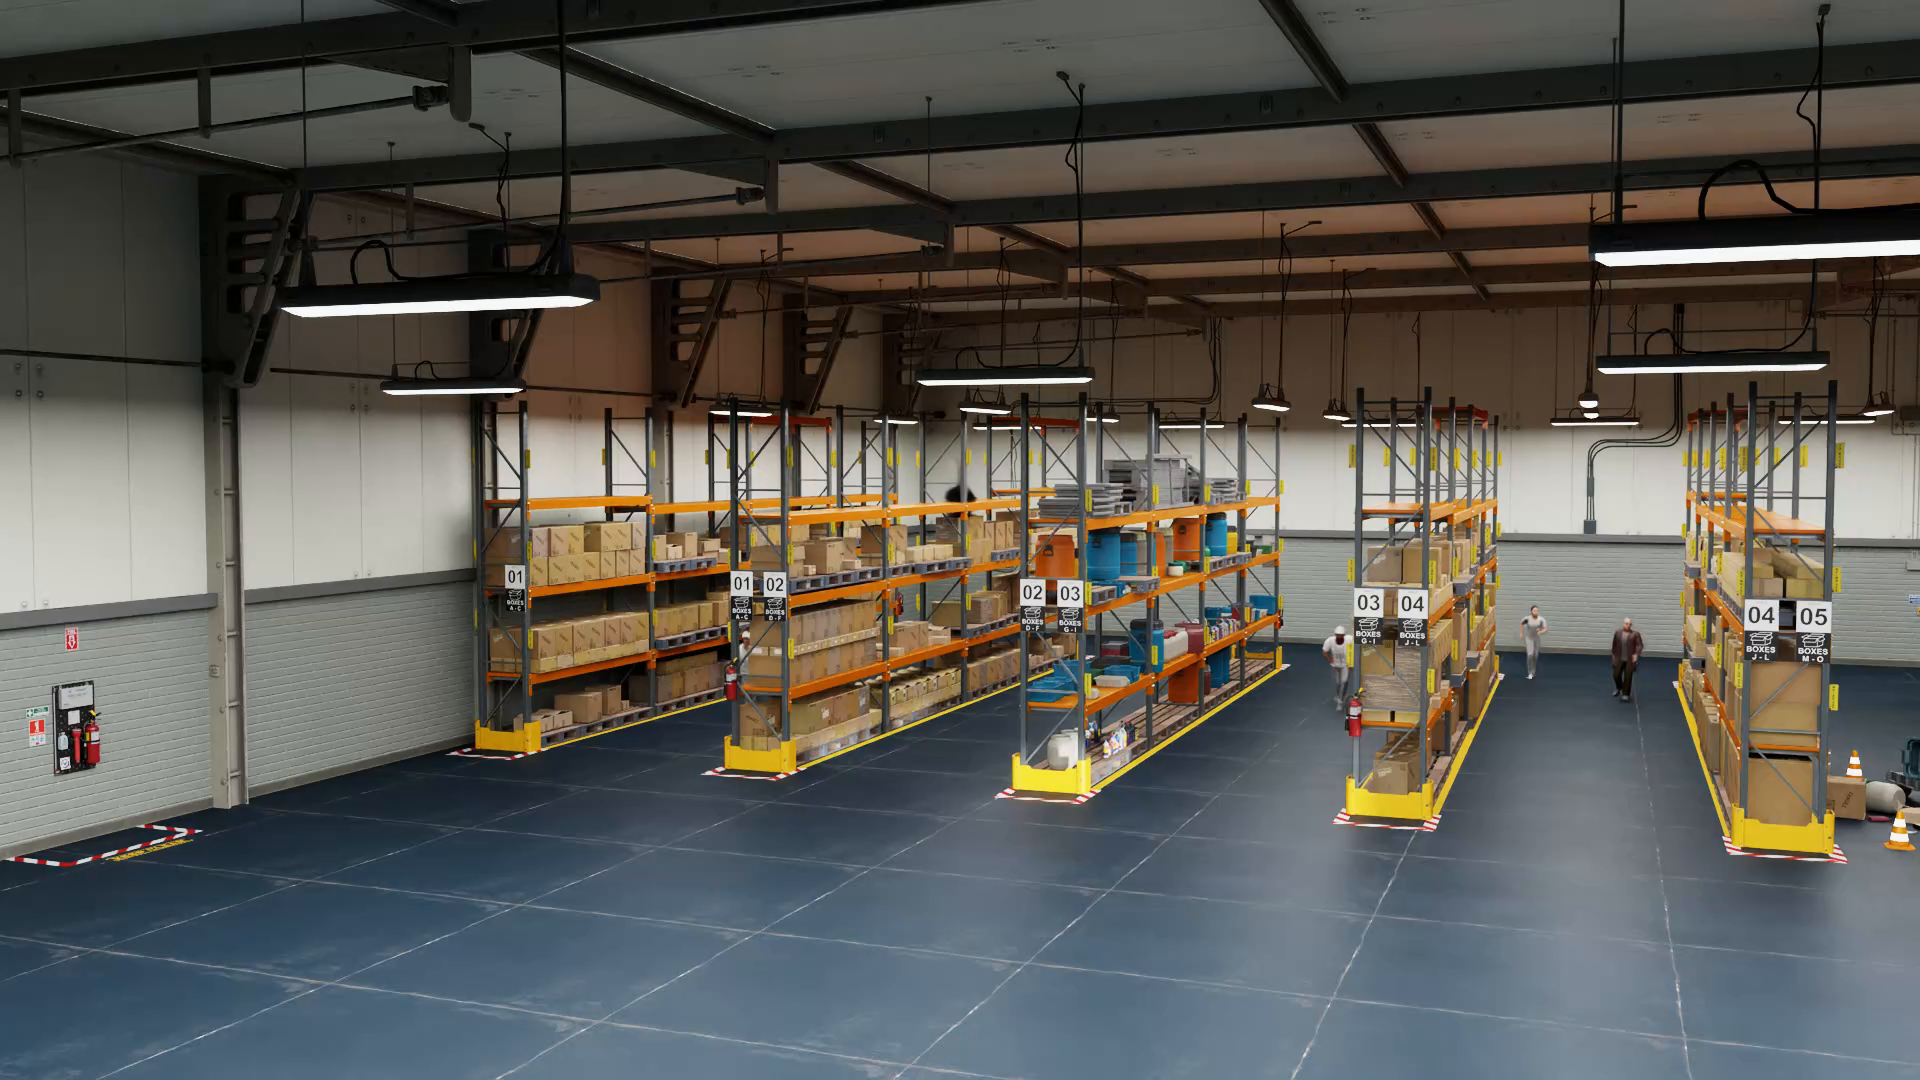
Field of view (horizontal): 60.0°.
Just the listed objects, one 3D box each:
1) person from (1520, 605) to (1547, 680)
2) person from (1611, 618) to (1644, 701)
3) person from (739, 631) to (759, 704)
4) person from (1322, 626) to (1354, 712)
[{"bbox_3d":[13.094,2.314,38.008,0.580,1.664,0.849,0,3,8],"label":"person"},{"bbox_3d":[13.713,2.464,34.262,0.713,1.738,0.814,2,3,33],"label":"person"},{"bbox_3d":[-4.017,2.592,31.888,0.704,1.741,0.986,0,3,0],"label":"person"},{"bbox_3d":[7.659,2.550,33.436,0.746,1.716,1.042,1,3,11],"label":"person"}]
